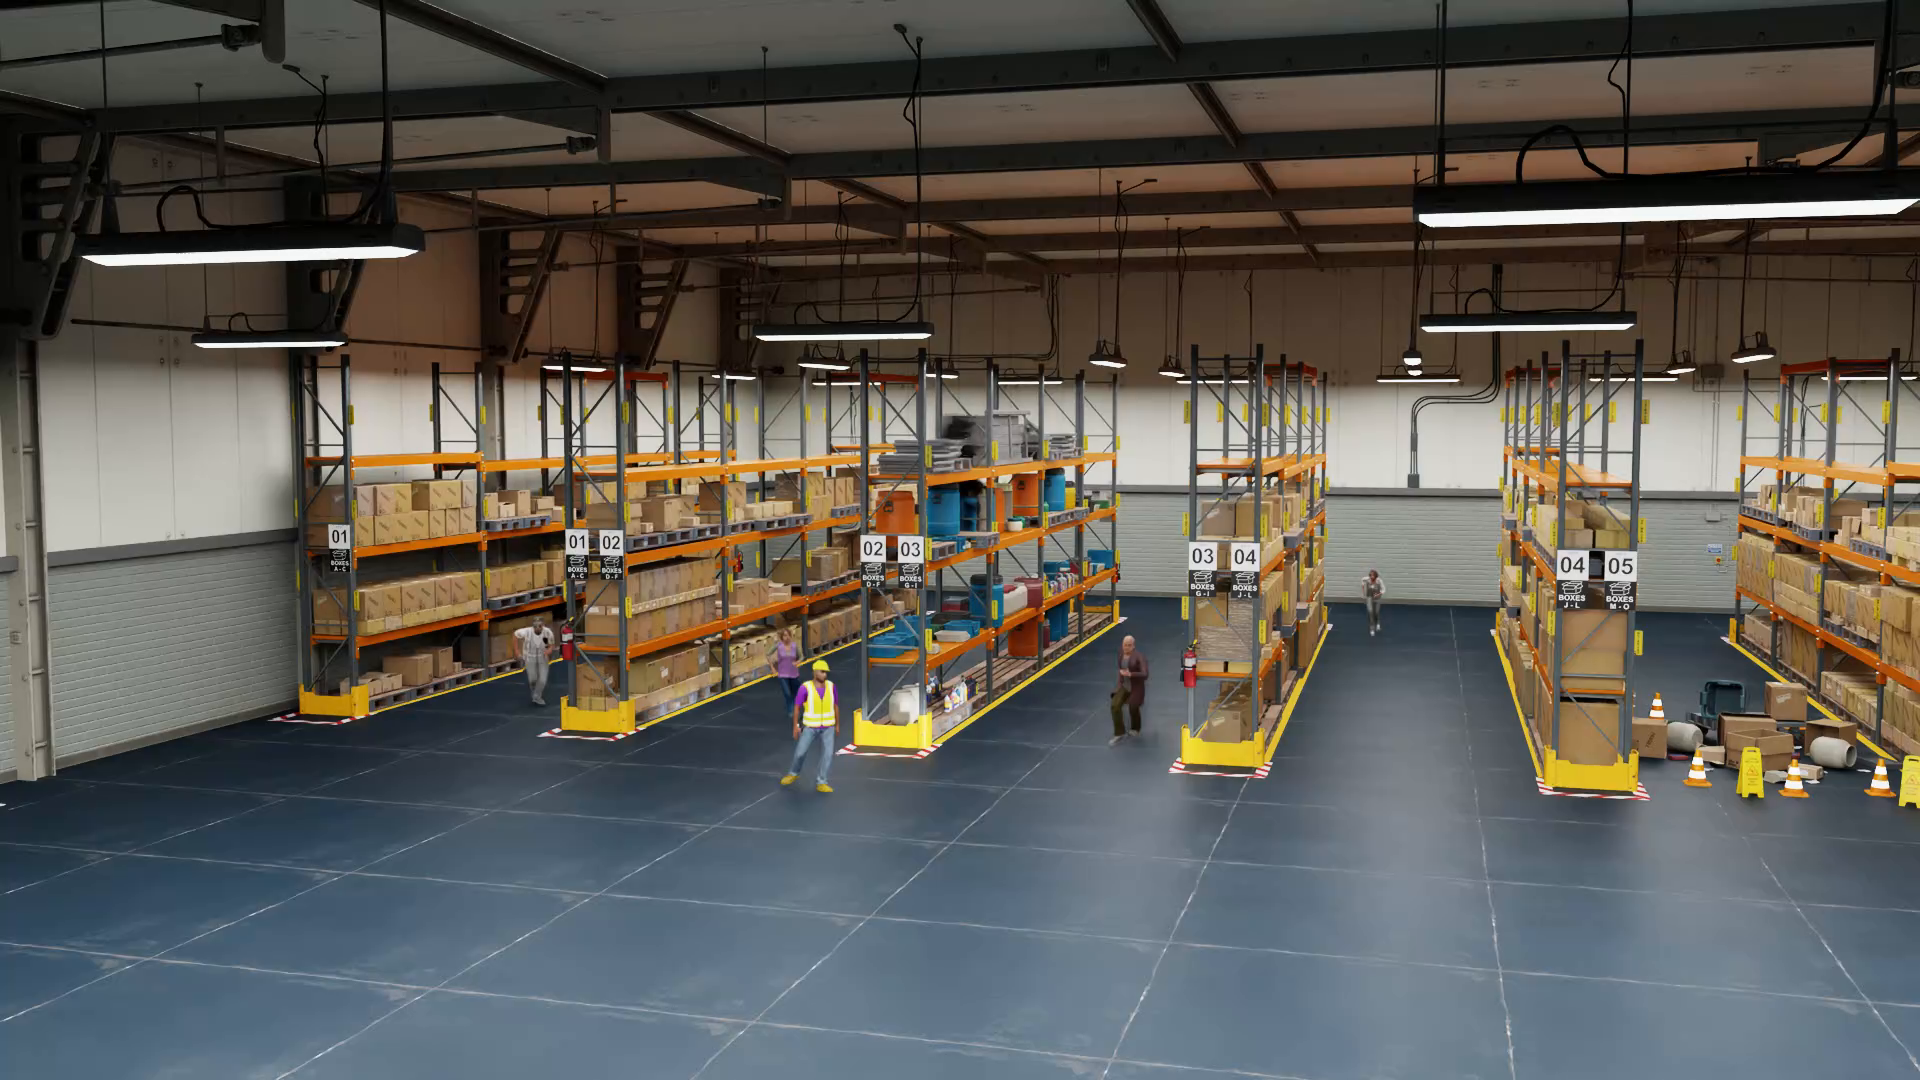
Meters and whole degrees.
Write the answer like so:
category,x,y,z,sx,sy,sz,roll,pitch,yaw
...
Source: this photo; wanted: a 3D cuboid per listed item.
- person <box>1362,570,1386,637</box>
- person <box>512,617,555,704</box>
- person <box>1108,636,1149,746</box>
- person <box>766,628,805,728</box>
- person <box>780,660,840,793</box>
category,x,y,z,sx,sy,sz,roll,pitch,yaw
person,9.470,1.423,38.009,0.574,1.534,0.915,2,5,23
person,-7.321,2.079,28.580,0.700,1.572,0.848,-1,5,-19
person,2.616,2.252,25.250,0.685,1.670,1.114,2,5,27
person,-2.778,2.216,26.592,0.607,1.599,0.777,-1,4,-17
person,-1.990,2.469,22.168,0.771,1.752,0.616,-1,5,-19
